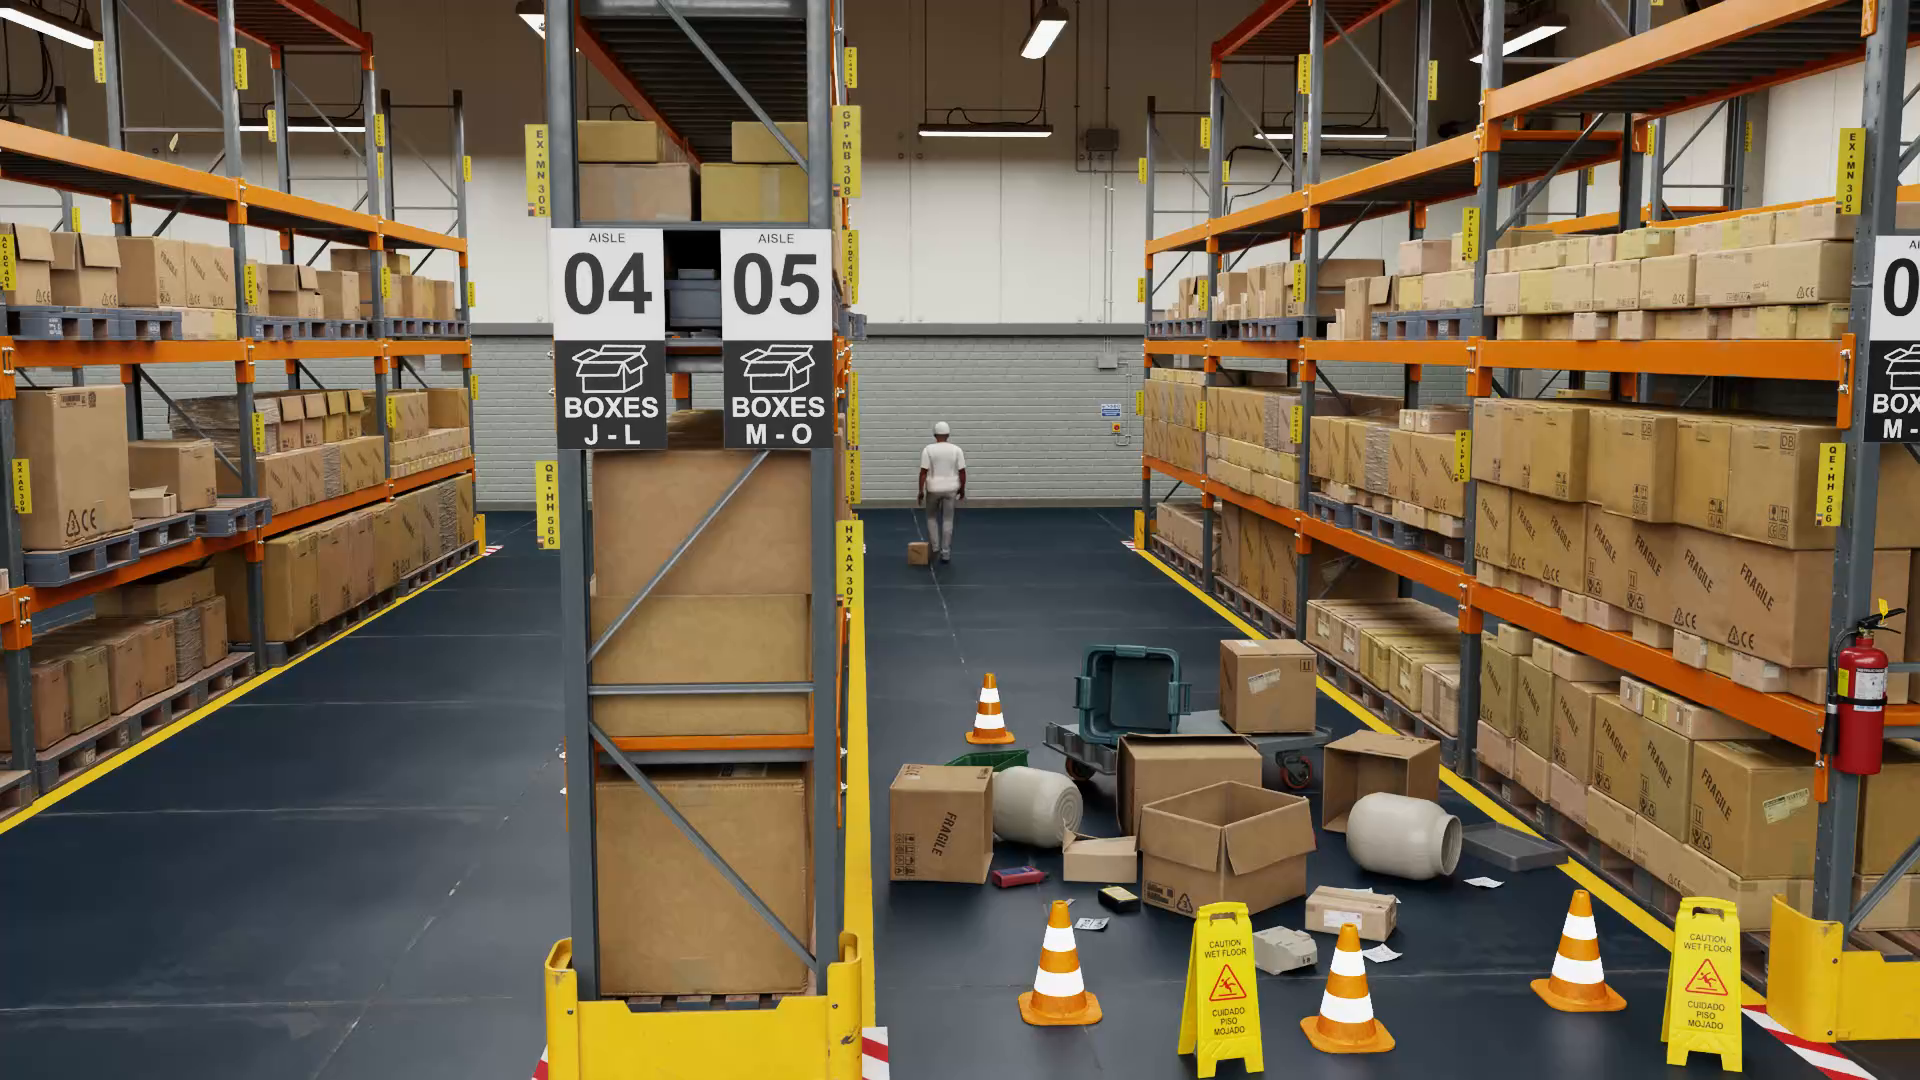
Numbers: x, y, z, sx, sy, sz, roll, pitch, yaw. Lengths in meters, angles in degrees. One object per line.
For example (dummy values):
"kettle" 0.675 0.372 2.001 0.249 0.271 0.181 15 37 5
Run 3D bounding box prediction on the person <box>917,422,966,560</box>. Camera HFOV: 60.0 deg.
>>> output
"person" -0.234 -0.603 21.253 0.624 1.821 0.557 0 7 -2
